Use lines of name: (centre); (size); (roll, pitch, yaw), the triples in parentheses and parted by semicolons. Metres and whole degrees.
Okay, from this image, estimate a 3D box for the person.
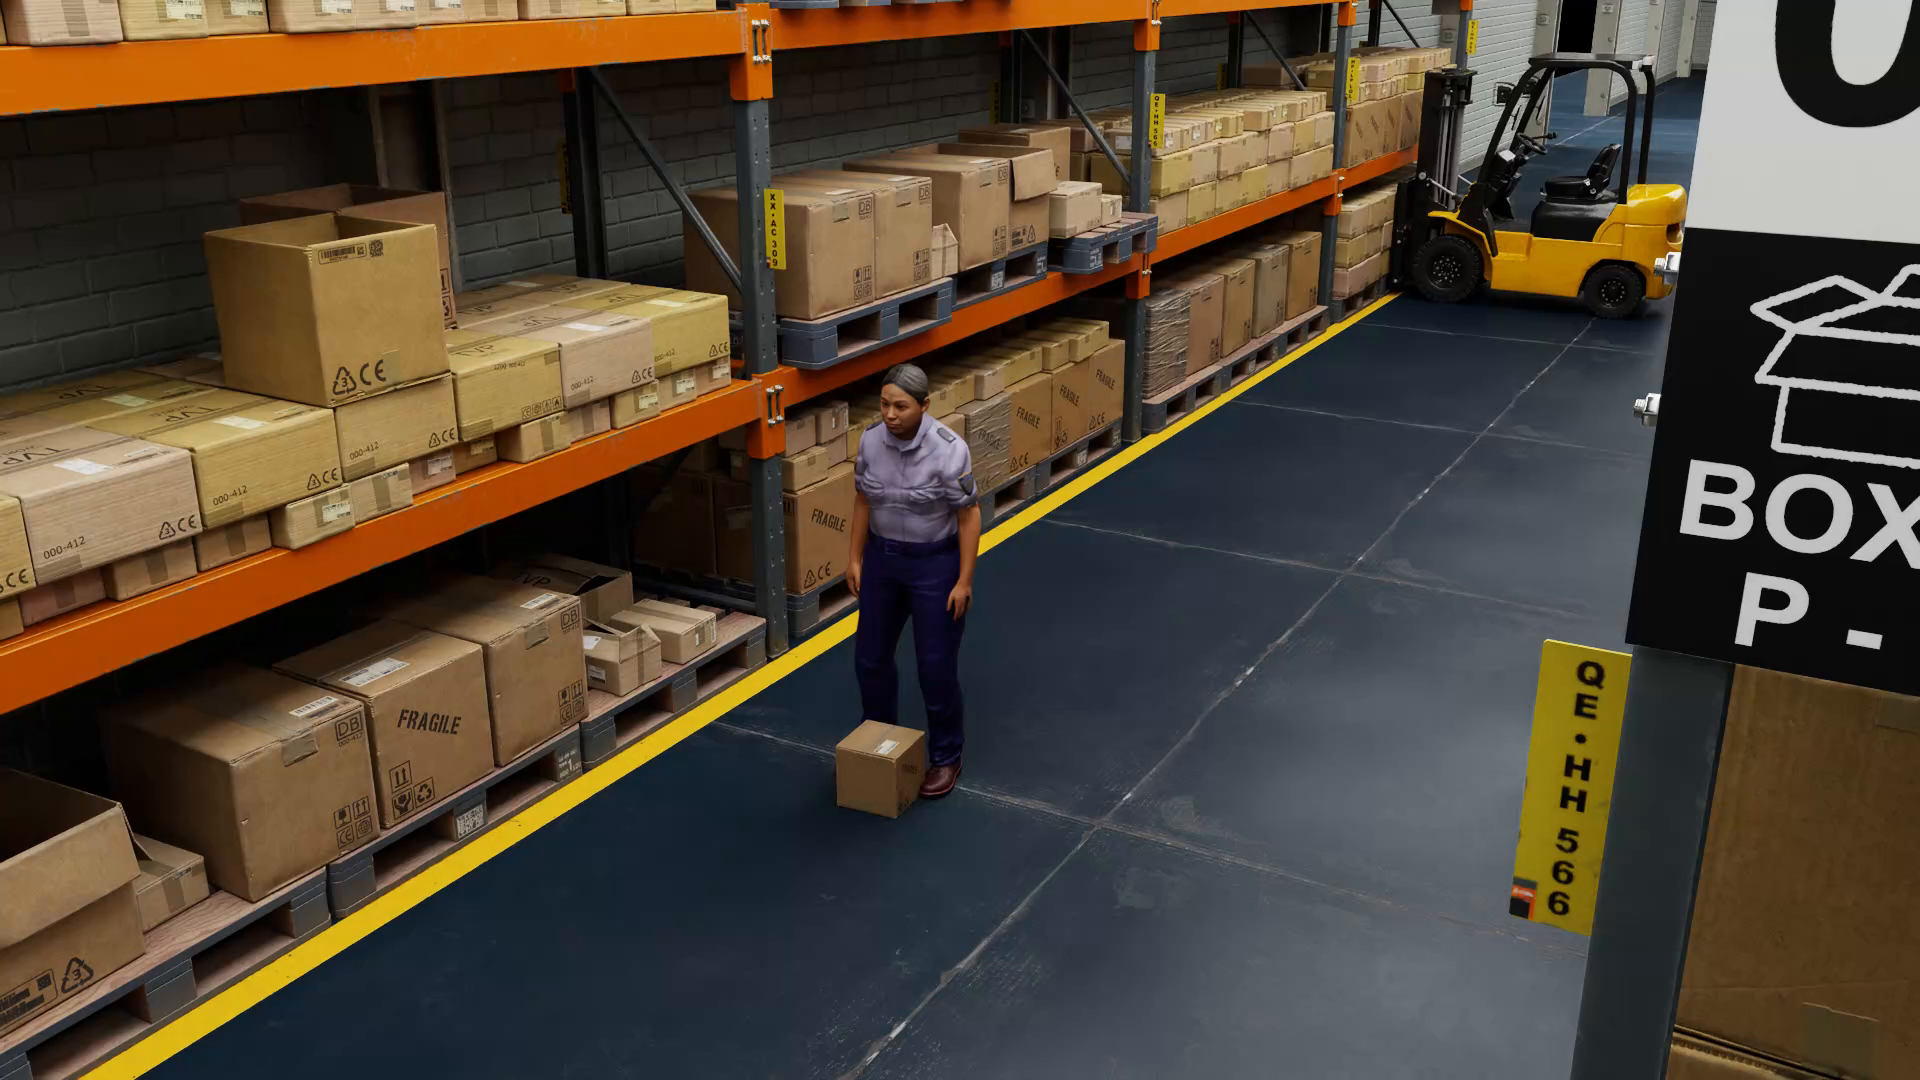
person: (-0.184, 0.137, 6.219); (0.549, 1.637, 0.367); (10, 22, 27)
